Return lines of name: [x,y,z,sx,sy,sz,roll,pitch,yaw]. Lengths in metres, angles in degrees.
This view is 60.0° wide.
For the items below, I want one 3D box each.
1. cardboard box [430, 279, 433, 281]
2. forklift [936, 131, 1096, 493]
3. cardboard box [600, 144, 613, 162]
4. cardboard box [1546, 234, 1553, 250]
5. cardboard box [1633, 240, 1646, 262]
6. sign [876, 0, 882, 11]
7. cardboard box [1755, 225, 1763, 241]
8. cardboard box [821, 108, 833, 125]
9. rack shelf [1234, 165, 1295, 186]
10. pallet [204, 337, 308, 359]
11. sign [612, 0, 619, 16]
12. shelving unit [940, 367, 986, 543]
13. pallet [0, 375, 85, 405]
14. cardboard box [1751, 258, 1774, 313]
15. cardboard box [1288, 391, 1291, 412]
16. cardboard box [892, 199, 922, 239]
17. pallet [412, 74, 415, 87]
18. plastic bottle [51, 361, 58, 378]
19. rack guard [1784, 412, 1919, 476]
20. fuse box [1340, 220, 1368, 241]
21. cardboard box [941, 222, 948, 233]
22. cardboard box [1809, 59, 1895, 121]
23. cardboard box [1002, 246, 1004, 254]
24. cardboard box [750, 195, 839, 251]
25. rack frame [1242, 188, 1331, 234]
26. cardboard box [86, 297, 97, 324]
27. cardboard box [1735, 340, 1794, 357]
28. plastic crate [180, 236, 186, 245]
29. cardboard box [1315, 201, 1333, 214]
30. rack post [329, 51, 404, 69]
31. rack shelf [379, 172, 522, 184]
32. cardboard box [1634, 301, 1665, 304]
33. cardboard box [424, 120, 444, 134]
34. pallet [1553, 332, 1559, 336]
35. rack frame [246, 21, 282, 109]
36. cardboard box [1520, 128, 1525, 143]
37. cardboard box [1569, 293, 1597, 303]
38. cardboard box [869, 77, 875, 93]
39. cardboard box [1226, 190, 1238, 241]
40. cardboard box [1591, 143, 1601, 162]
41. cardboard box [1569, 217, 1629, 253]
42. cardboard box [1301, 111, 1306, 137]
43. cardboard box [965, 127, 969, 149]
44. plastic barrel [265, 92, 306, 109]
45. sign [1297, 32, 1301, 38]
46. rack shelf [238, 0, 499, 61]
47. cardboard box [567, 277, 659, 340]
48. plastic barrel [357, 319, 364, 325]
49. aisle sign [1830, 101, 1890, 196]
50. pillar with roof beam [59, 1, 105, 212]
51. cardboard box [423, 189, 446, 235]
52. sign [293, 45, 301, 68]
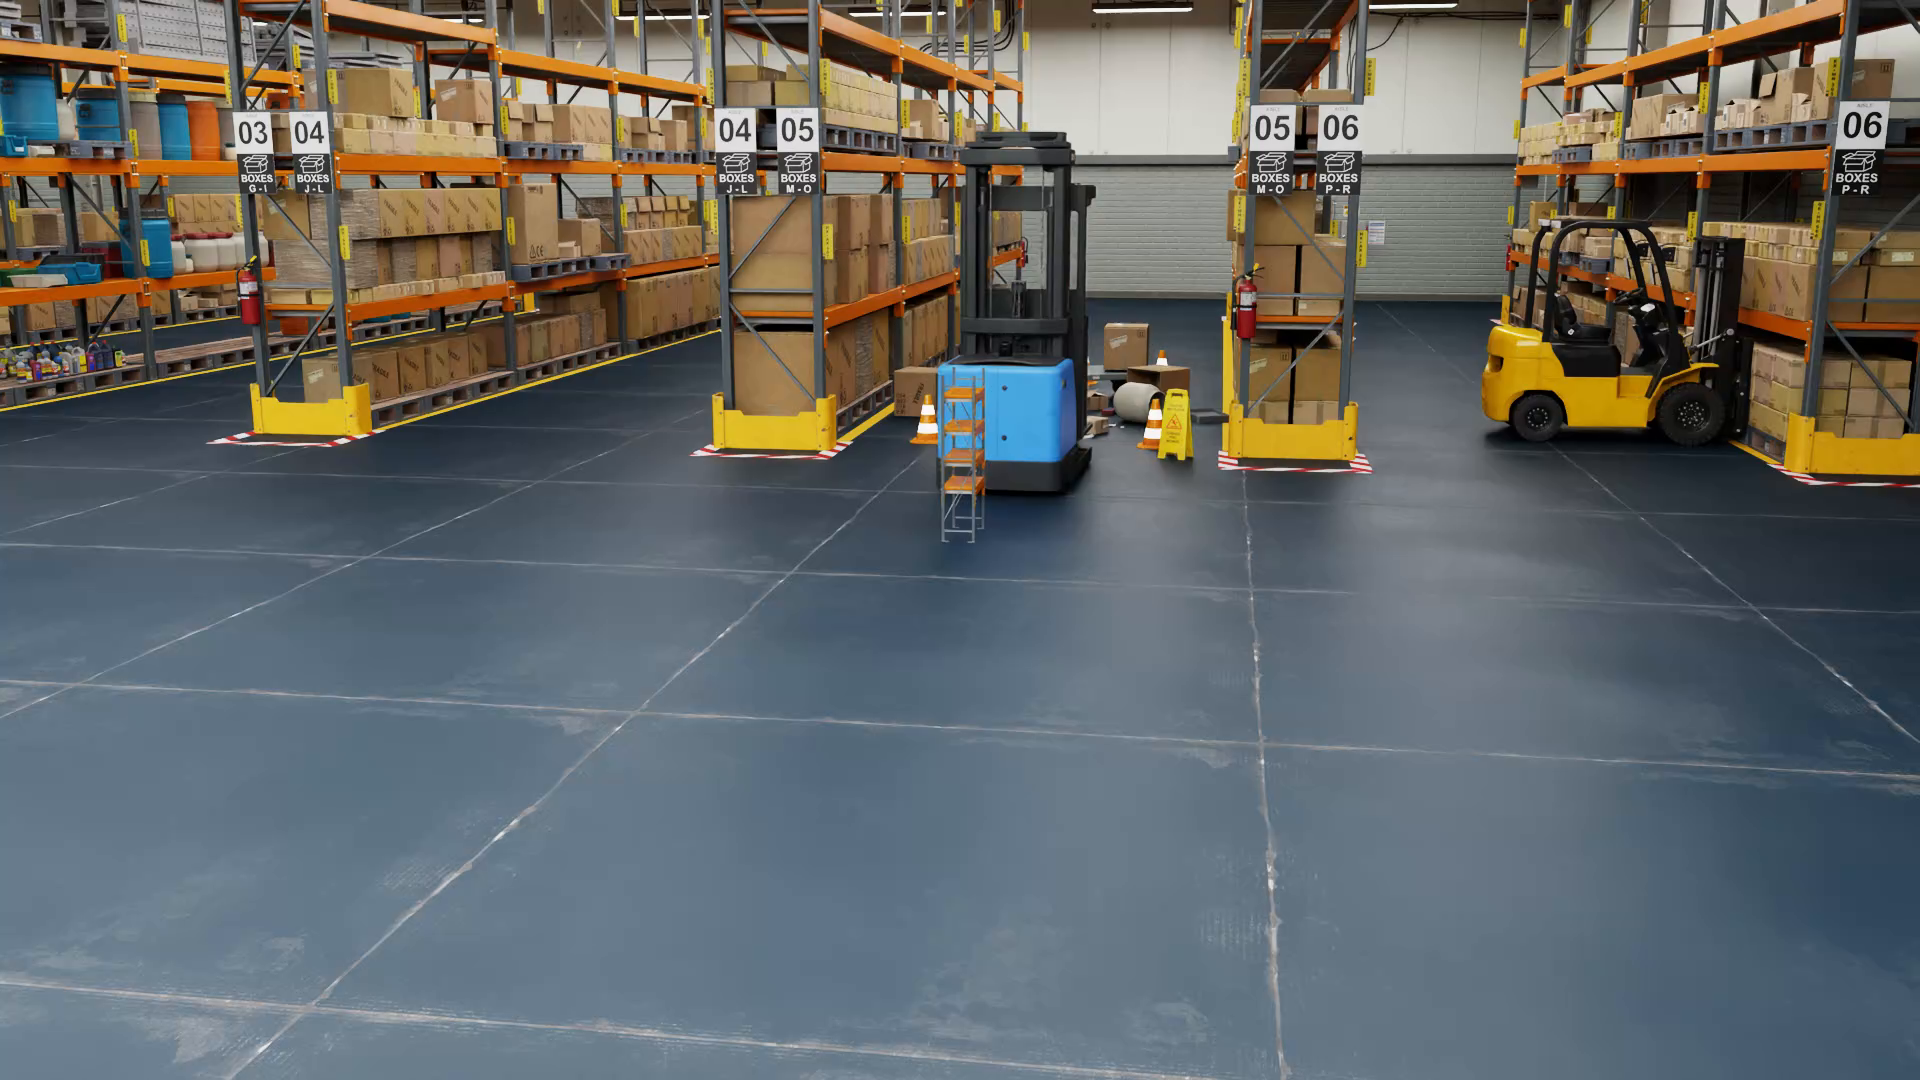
cardboard box: [-6.172,-2.859,18.737,0.380,0.149,0.250,2,12,9]
forklift: [0.594,-2.084,14.706,1.130,2.935,3.031,2,12,11]
cardboard box: [-5.285,-5.516,23.706,0.500,0.250,0.500,2,12,9]
cardboard box: [9.695,-4.768,26.647,0.500,0.250,0.500,2,12,10]
cardboard box: [8.757,-3.623,20.855,0.500,0.250,0.500,2,12,7]
sign: [-1.107,-7.492,22.993,0.100,0.325,0.005,2,12,9]
cardboard box: [8.145,-3.048,16.533,0.380,0.149,0.250,2,12,9]
cardboard box: [-1.430,-4.042,15.871,0.380,0.149,0.250,2,12,9]
rack shelf: [5.260,-6.273,28.568,1.077,0.370,4.000,2,12,9]
pallet: [-10.506,-2.868,24.799,1.003,0.211,1.213,2,12,9]
sign: [-4.917,-7.643,23.692,0.100,0.325,0.005,2,12,9]
shelving unit: [0.025,-0.621,12.027,0.258,1.200,0.503,2,12,9]
pallet: [-11.293,-1.802,19.853,1.003,0.211,1.213,2,12,9]
cardboard box: [7.996,-2.458,16.042,0.500,0.500,0.500,2,12,8]
cardboard box: [3.662,-1.484,17.289,0.500,0.250,0.500,3,12,12]
cardboard box: [-0.879,-4.175,21.633,0.700,0.500,0.500,2,12,8]
pallet: [-9.830,-7.695,27.737,1.003,0.211,1.213,2,12,9]
plastic bottle: [-10.909,-2.053,19.996,0.097,0.201,0.097,0,12,0]
rack guard: [8.009,-0.857,14.783,1.175,0.500,0.348,2,12,9]
fuse box: [8.465,-6.021,35.869,0.539,1.711,0.414,2,12,9]
cardboard box: [-0.306,-4.513,24.000,0.380,0.149,0.250,2,12,9]
cardboard box: [7.840,-3.953,14.626,0.500,0.500,0.500,2,12,11]
cardboard box: [0.568,-5.083,29.053,0.380,0.149,0.250,2,12,11]
cardboard box: [-1.711,-3.178,16.700,0.875,0.550,0.550,2,12,9]
rack frame: [3.722,-3.077,19.149,1.000,3.000,0.127,2,12,9]
cardboard box: [-14.733,-3.844,27.600,0.500,0.500,0.500,2,12,8]
cardboard box: [8.001,-1.857,16.646,0.500,0.250,0.500,2,12,8]
plastic crate: [-10.899,-4.096,23.726,0.402,0.464,0.583,2,12,9]
cardboard box: [4.144,-3.880,19.396,0.380,0.149,0.250,2,12,8]
rack post: [-9.894,-7.945,27.678,0.937,0.300,0.954,2,12,8]
rack shelf: [-9.426,-6.754,30.803,1.077,0.370,4.000,2,12,9]
cardboard box: [9.791,-3.310,23.631,0.380,0.149,0.250,1,12,6]
cardboard box: [-6.032,-4.634,18.666,0.380,0.149,0.250,2,12,11]
pallet: [9.770,-3.048,25.636,1.003,0.211,1.213,2,12,9]
rack frame: [-14.012,-9.150,33.091,1.000,3.000,0.127,2,12,9]
cardboard box: [10.157,-7.113,29.222,0.500,0.250,0.500,2,12,8]
cardboard box: [9.546,-3.702,25.449,0.380,0.149,0.250,1,12,6]
cardboard box: [-1.120,-4.854,17.747,0.380,0.149,0.250,2,12,8]
cardboard box: [3.032,-3.255,16.660,0.700,0.500,0.500,2,12,8]
cardboard box: [9.235,-5.466,23.471,0.500,0.250,0.500,2,12,9]
cardboard box: [9.362,-4.471,24.387,0.700,0.500,0.500,2,12,8]
cardboard box: [3.535,-3.983,15.884,0.500,0.250,0.500,2,12,8]
cardboard box: [-0.148,-5.778,24.328,0.500,0.500,0.500,2,12,9]
plastic barrel: [-10.258,-6.390,25.390,0.600,0.830,0.708,2,12,9]
sign: [6.102,-8.982,29.906,0.100,0.325,0.005,2,12,9]
rack shelf: [-6.377,-5.561,18.151,1.077,0.370,4.000,2,12,9]
cardboard box: [-5.328,-3.540,25.346,1.225,0.875,0.875,1,12,6]
plastic barrel: [-10.118,-3.838,27.590,0.421,0.512,0.421,0,12,0]
aisle sign: [7.712,-3.351,14.250,0.394,0.787,0.004,2,12,9]
pillar with roof beam: [-15.093,-9.760,35.923,9.100,9.000,0.548,2,12,9]
cardboard box: [-6.101,-3.666,18.567,0.500,0.500,0.500,2,12,9]
sign: [-9.804,-7.149,24.573,0.100,0.325,0.005,2,12,9]
